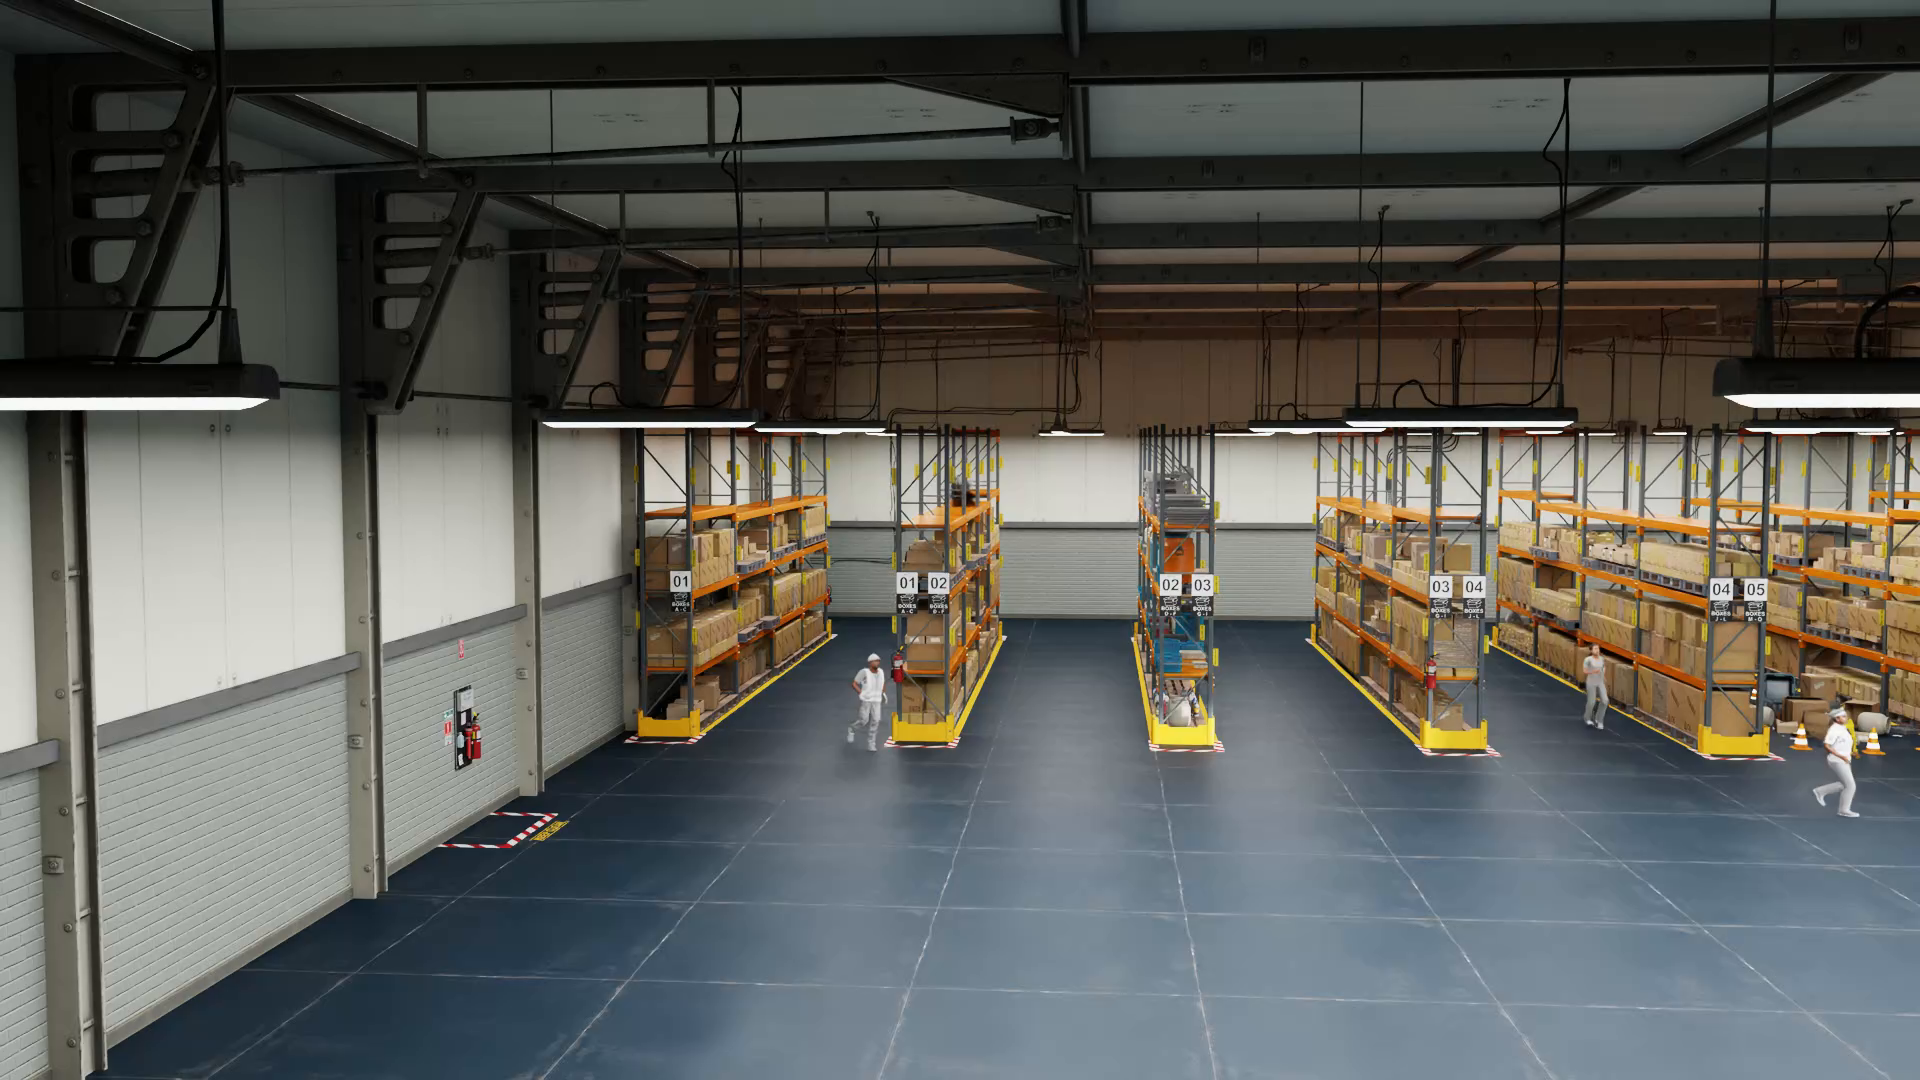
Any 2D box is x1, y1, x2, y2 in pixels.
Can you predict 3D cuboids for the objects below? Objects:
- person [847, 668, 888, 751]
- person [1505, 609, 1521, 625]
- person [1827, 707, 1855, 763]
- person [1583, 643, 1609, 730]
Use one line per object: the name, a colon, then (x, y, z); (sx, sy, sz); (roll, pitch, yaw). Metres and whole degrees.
person: (-1.634, 3.110, 30.734); (0.673, 1.474, 0.904); (-2, 4, -34)
person: (15.830, 1.906, 47.402); (0.756, 1.627, 0.502); (0, 3, 0)
person: (13.356, 2.949, 25.236); (0.343, 0.843, 0.409); (3, 5, 42)
person: (12.559, 2.889, 32.853); (0.544, 1.705, 0.691); (0, 3, -3)
